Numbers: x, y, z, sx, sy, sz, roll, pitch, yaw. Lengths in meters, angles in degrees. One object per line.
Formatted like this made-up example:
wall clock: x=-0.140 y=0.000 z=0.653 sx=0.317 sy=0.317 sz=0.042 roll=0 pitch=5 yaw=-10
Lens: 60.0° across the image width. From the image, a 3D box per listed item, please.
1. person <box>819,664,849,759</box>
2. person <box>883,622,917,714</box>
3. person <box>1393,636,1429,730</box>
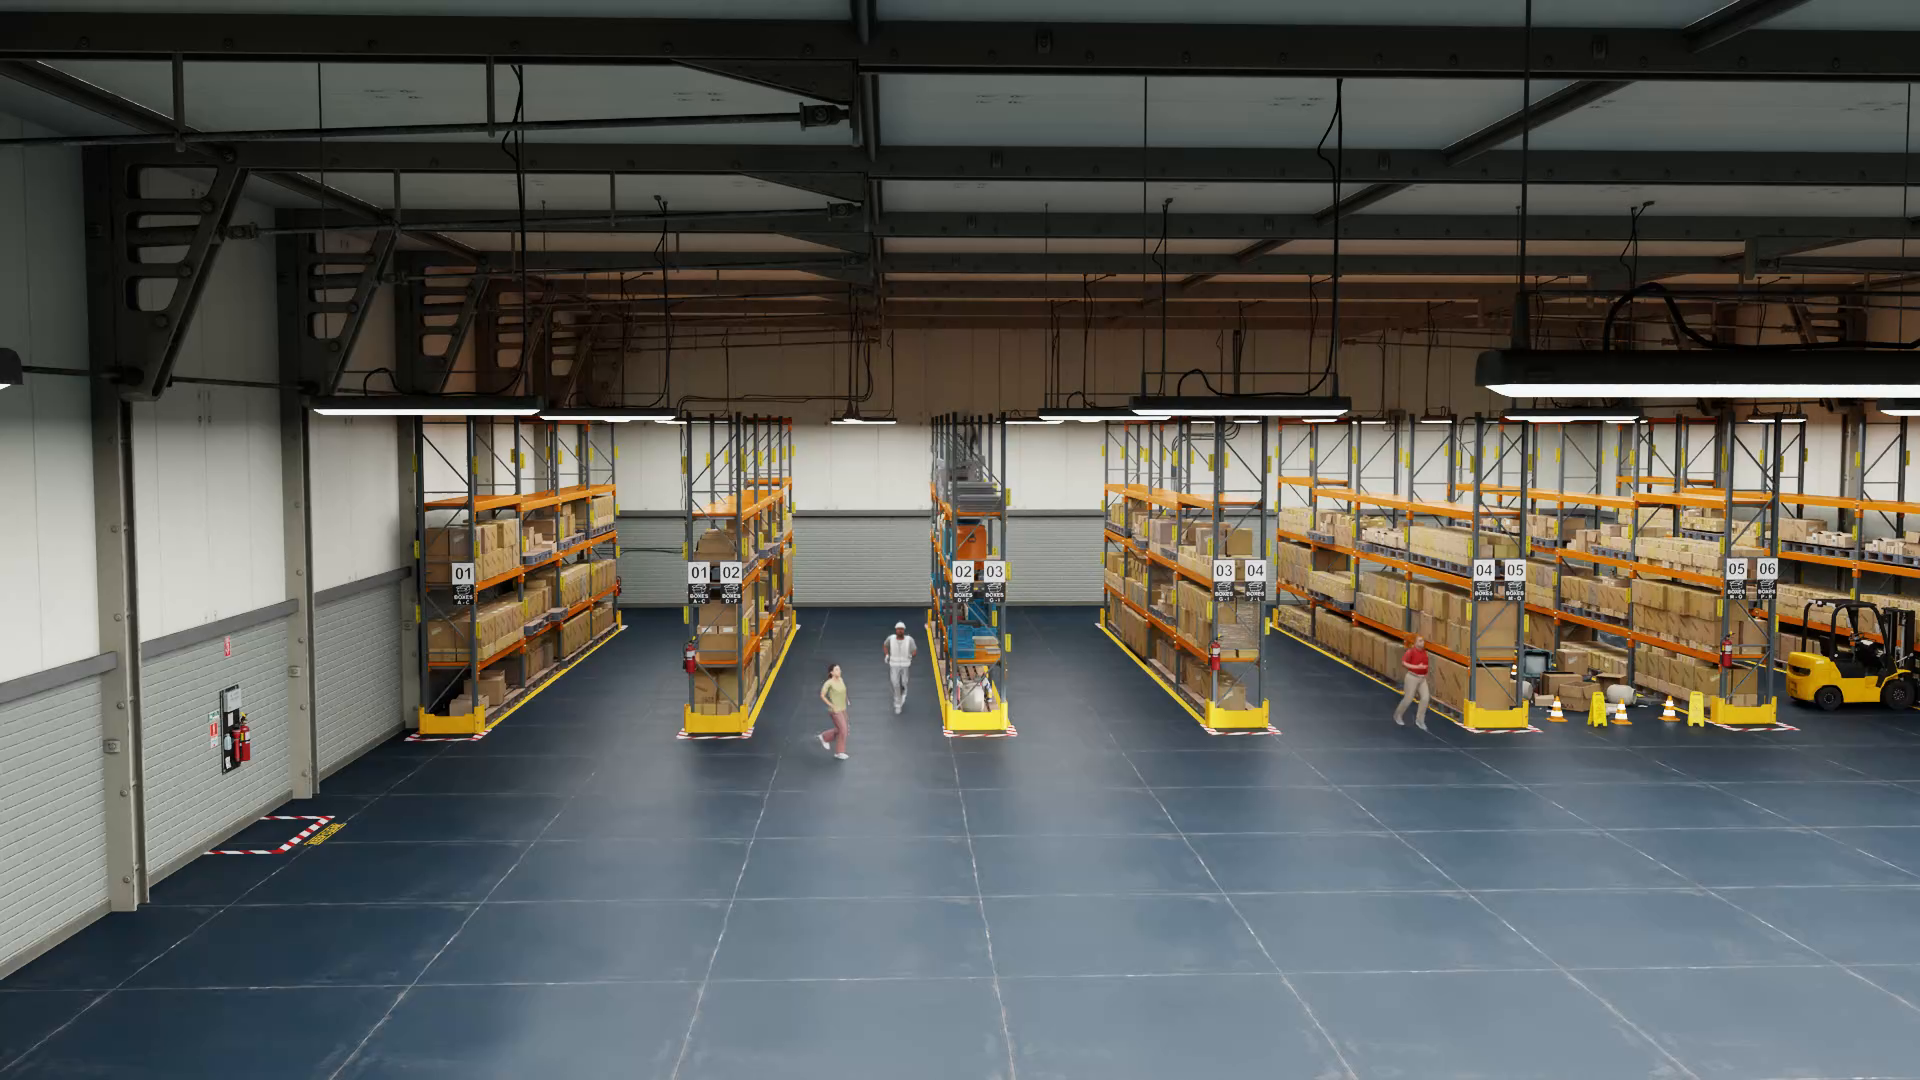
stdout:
person: x=-2.185 y=2.952 z=28.824 sx=0.627 sy=1.646 sz=0.576 roll=2 pitch=5 yaw=33
person: x=-1.204 y=2.545 z=33.470 sx=0.682 sy=1.791 sz=0.989 roll=0 pitch=4 yaw=-3
person: x=8.662 y=2.722 z=31.720 sx=0.672 sy=1.804 sz=0.760 roll=-2 pitch=4 yaw=-30
